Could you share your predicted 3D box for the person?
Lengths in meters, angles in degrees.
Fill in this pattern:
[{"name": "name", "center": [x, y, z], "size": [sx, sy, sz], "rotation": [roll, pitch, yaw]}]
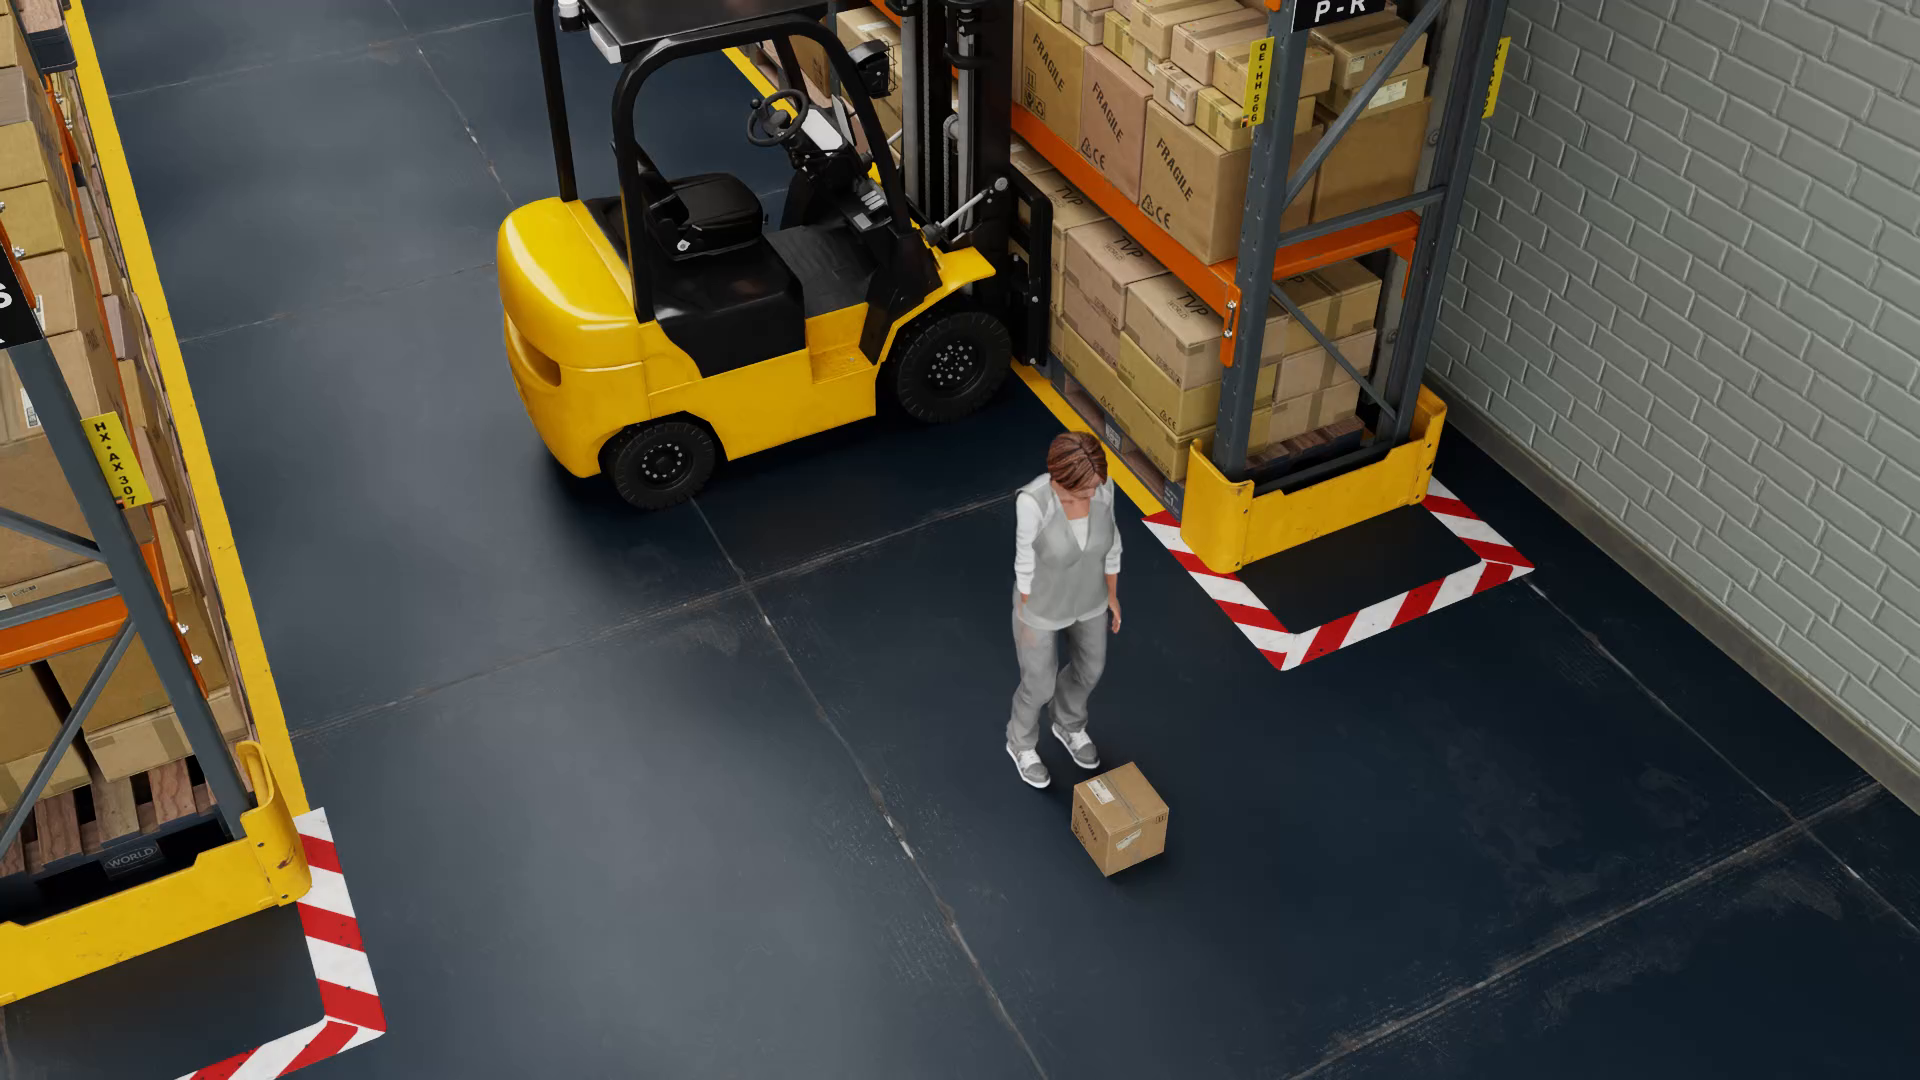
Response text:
[{"name": "person", "center": [0.375, 0.236, 5.928], "size": [0.410, 1.576, 0.308], "rotation": [-18, 45, -19]}]
